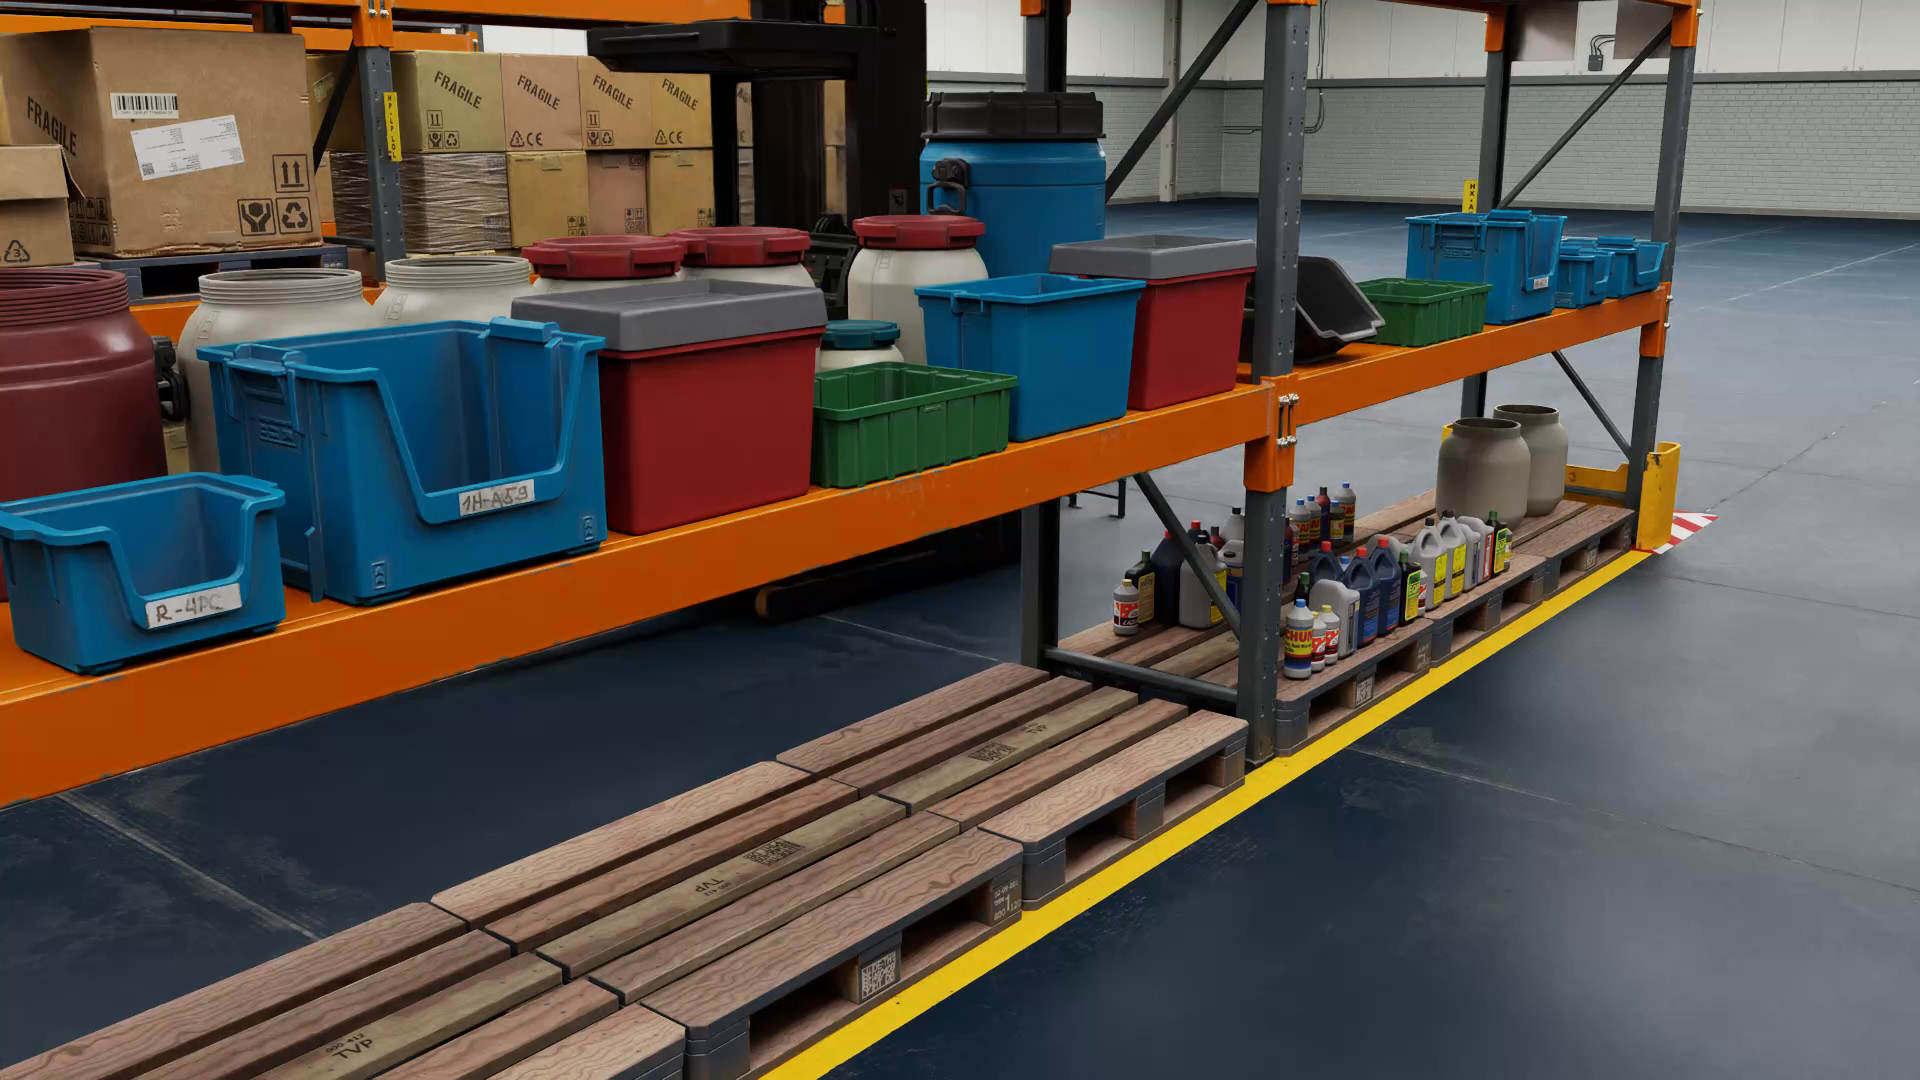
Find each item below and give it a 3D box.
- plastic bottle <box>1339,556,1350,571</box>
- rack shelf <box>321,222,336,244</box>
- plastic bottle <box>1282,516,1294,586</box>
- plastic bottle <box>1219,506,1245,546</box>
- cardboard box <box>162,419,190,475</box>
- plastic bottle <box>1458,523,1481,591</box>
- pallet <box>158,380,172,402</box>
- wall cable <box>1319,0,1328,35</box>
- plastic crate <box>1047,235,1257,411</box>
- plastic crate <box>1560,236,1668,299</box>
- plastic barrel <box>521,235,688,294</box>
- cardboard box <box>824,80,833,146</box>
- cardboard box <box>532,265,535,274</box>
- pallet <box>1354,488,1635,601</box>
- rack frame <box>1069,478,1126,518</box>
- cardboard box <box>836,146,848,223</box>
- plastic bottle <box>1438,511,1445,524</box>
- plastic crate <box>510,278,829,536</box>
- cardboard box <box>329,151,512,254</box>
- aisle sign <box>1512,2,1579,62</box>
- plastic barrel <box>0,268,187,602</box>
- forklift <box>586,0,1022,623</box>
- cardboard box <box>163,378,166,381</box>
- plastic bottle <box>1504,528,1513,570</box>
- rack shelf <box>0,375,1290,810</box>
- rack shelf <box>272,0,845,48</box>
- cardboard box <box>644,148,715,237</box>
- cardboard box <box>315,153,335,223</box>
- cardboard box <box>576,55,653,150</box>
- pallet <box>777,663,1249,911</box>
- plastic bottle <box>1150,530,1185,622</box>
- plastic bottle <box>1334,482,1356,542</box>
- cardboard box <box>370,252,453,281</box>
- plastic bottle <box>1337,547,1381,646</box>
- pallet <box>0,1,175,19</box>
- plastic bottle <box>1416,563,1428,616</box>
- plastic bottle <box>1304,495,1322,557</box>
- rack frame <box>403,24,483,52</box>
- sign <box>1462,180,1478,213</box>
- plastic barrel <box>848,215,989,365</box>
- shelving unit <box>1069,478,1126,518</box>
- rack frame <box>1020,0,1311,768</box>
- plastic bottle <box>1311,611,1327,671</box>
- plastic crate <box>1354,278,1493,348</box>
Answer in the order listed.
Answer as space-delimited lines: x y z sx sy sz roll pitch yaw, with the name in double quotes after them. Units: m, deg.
1.475 0.198 6.400 0.097 0.271 0.097 0 14 0 "plastic bottle"
-5.742 -2.362 13.291 1.077 0.370 4.000 11 18 38 "rack shelf"
1.341 0.048 6.965 0.061 0.283 0.133 11 18 38 "plastic bottle"
1.152 0.030 6.901 0.144 0.351 0.185 11 18 37 "plastic bottle"
-3.922 -0.340 8.053 0.700 0.500 0.500 11 18 37 "cardboard box"
2.082 0.056 6.947 0.152 0.276 0.135 11 18 36 "plastic bottle"
-6.460 -1.110 12.564 1.003 0.211 1.213 11 18 38 "pallet"
10.439 -14.151 42.099 3.097 2.526 0.112 11 18 38 "wall cable"
0.582 -0.666 5.021 0.402 0.464 0.583 11 18 38 "plastic crate"
3.080 -1.326 8.054 0.499 0.251 0.616 11 18 38 "plastic crate"
-0.857 -0.468 4.096 0.433 0.535 0.433 0 14 0 "plastic barrel"
-1.154 -2.744 10.495 0.500 0.500 0.500 11 18 38 "cardboard box"
-2.383 -1.561 9.187 0.380 0.149 0.250 11 18 38 "cardboard box"
2.636 -0.013 8.243 1.003 0.211 1.213 11 18 38 "pallet"
0.760 -0.884 9.057 0.023 1.500 0.400 -13 19 -41 "rack frame"
-1.057 -2.399 11.166 0.875 0.500 0.500 11 18 38 "cardboard box"
2.086 0.010 7.115 0.061 0.283 0.133 11 18 38 "plastic bottle"
-0.612 -0.302 3.588 0.402 0.464 0.583 11 18 38 "plastic crate"
-2.874 -1.810 8.850 0.875 0.500 0.500 11 18 38 "cardboard box"
2.979 -2.860 8.508 0.394 0.787 0.004 11 18 38 "aisle sign"
-1.810 -0.210 3.082 0.600 0.536 0.708 11 18 38 "plastic barrel"
-0.940 -1.204 7.411 3.031 2.935 1.130 -13 19 -41 "forklift"
-6.549 -1.611 12.336 0.875 0.875 0.875 12 18 38 "cardboard box"
2.349 0.022 7.234 0.097 0.201 0.097 0 14 0 "plastic bottle"
-0.609 -0.043 4.161 1.077 0.370 4.000 11 18 38 "rack shelf"
-1.947 -3.029 9.824 1.077 0.370 4.000 11 18 38 "rack shelf"
-1.950 -2.101 9.995 0.875 0.500 0.500 11 18 38 "cardboard box"
-5.461 -2.892 13.611 0.875 0.550 0.550 11 18 38 "cardboard box"
-2.096 -2.457 9.364 0.500 0.500 0.500 11 18 38 "cardboard box"
0.185 0.733 5.308 1.003 0.211 1.213 11 18 38 "pallet"
0.829 0.128 6.513 0.144 0.351 0.185 11 18 36 "plastic bottle"
1.780 -0.133 7.700 0.097 0.271 0.097 0 14 0 "plastic bottle"
-2.835 -1.414 8.607 0.380 0.149 0.250 11 18 38 "cardboard box"
1.478 0.206 6.208 0.144 0.351 0.185 12 18 39 "plastic bottle"
-6.476 -3.894 11.947 1.003 0.211 1.213 11 18 38 "pallet"
1.793 0.191 6.567 0.097 0.201 0.097 0 14 0 "plastic bottle"
1.565 -0.067 7.442 0.097 0.271 0.097 0 14 0 "plastic bottle"
-4.485 -3.094 14.710 1.000 3.000 0.127 11 18 38 "rack frame"
2.737 -1.761 8.900 0.100 0.325 0.005 11 18 38 "sign"
-0.124 -0.691 4.975 0.433 0.535 0.433 0 14 0 "plastic barrel"
0.493 -0.823 8.815 0.755 1.500 0.431 -13 19 -41 "shelving unit"
0.648 -0.775 5.580 1.000 3.000 0.127 11 18 38 "rack frame"
1.253 0.356 5.920 0.097 0.201 0.097 0 14 0 "plastic bottle"
1.721 -0.888 6.457 0.450 0.188 0.662 11 18 38 "plastic crate"
